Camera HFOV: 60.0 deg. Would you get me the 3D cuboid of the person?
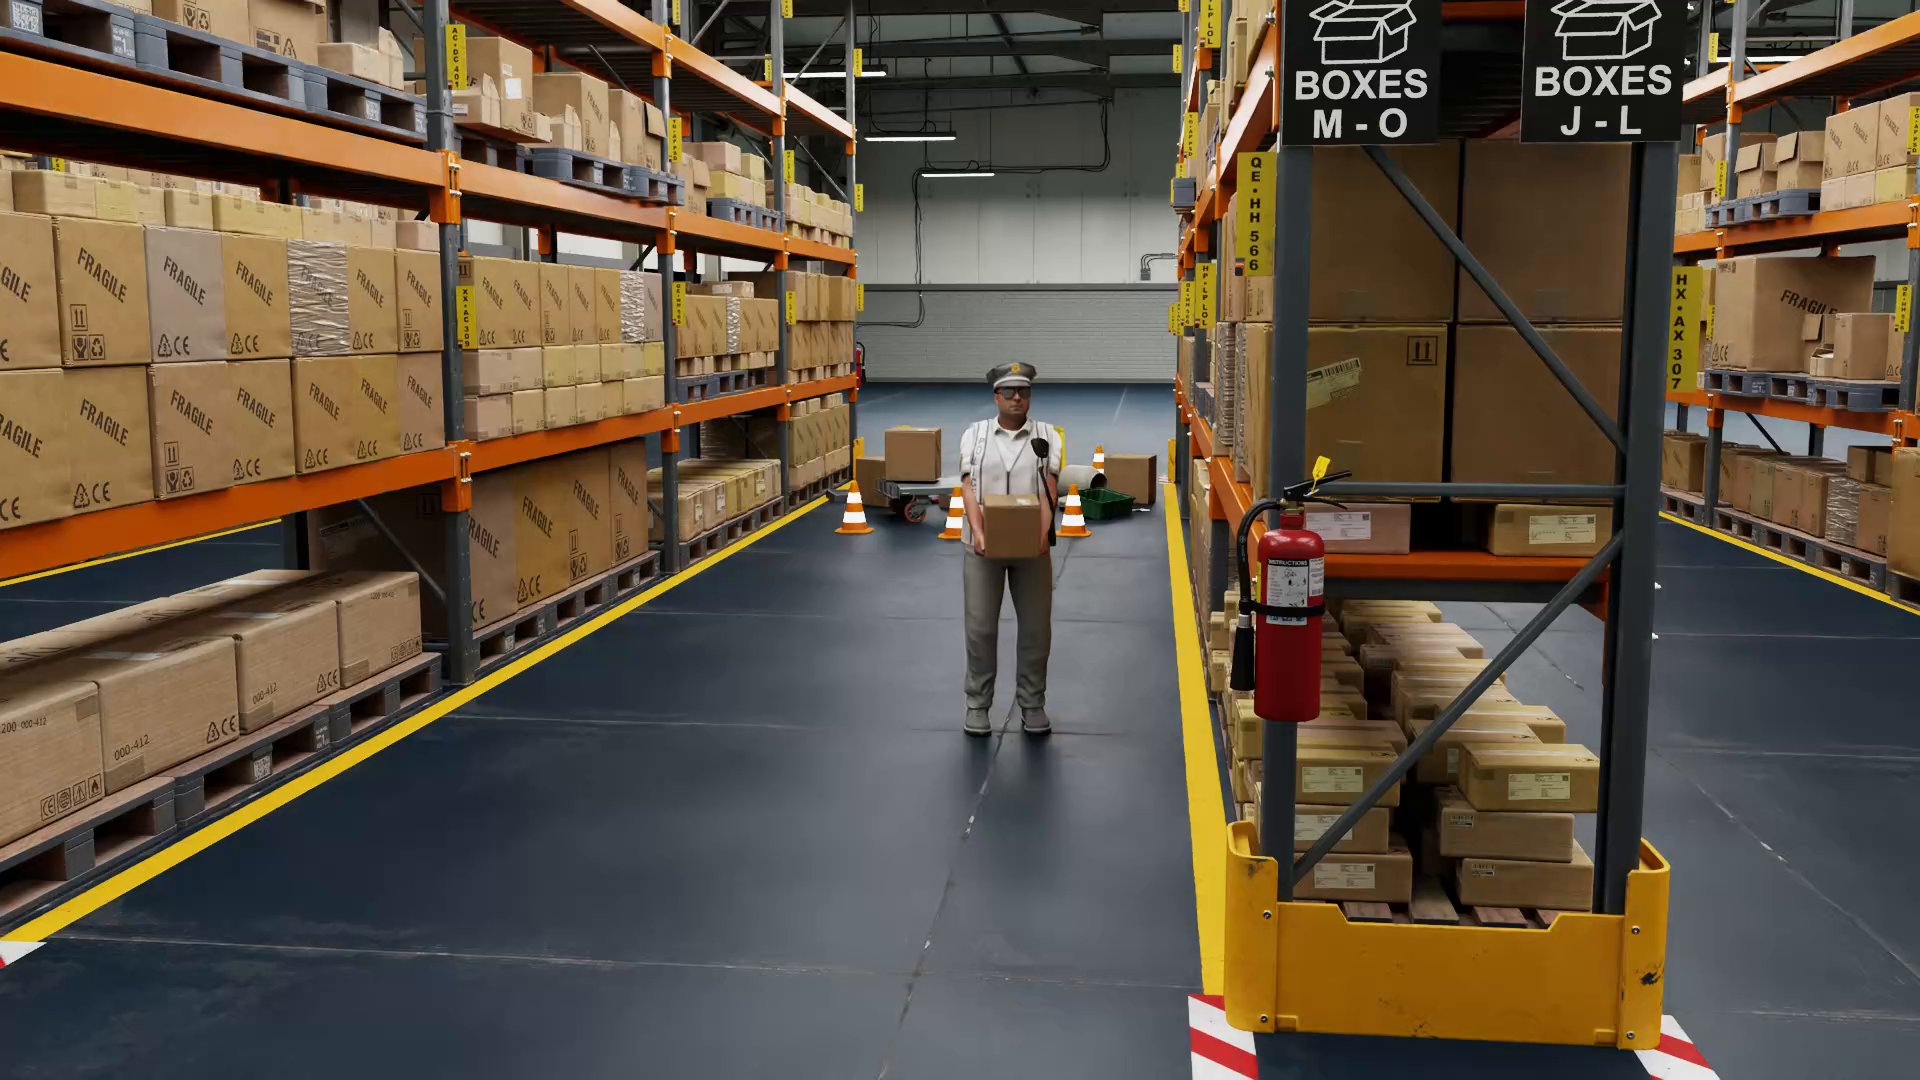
[{"bbox_3d":[0.247,0.039,7.899,0.493,1.767,0.566,0,8,-2],"label":"person"}]
